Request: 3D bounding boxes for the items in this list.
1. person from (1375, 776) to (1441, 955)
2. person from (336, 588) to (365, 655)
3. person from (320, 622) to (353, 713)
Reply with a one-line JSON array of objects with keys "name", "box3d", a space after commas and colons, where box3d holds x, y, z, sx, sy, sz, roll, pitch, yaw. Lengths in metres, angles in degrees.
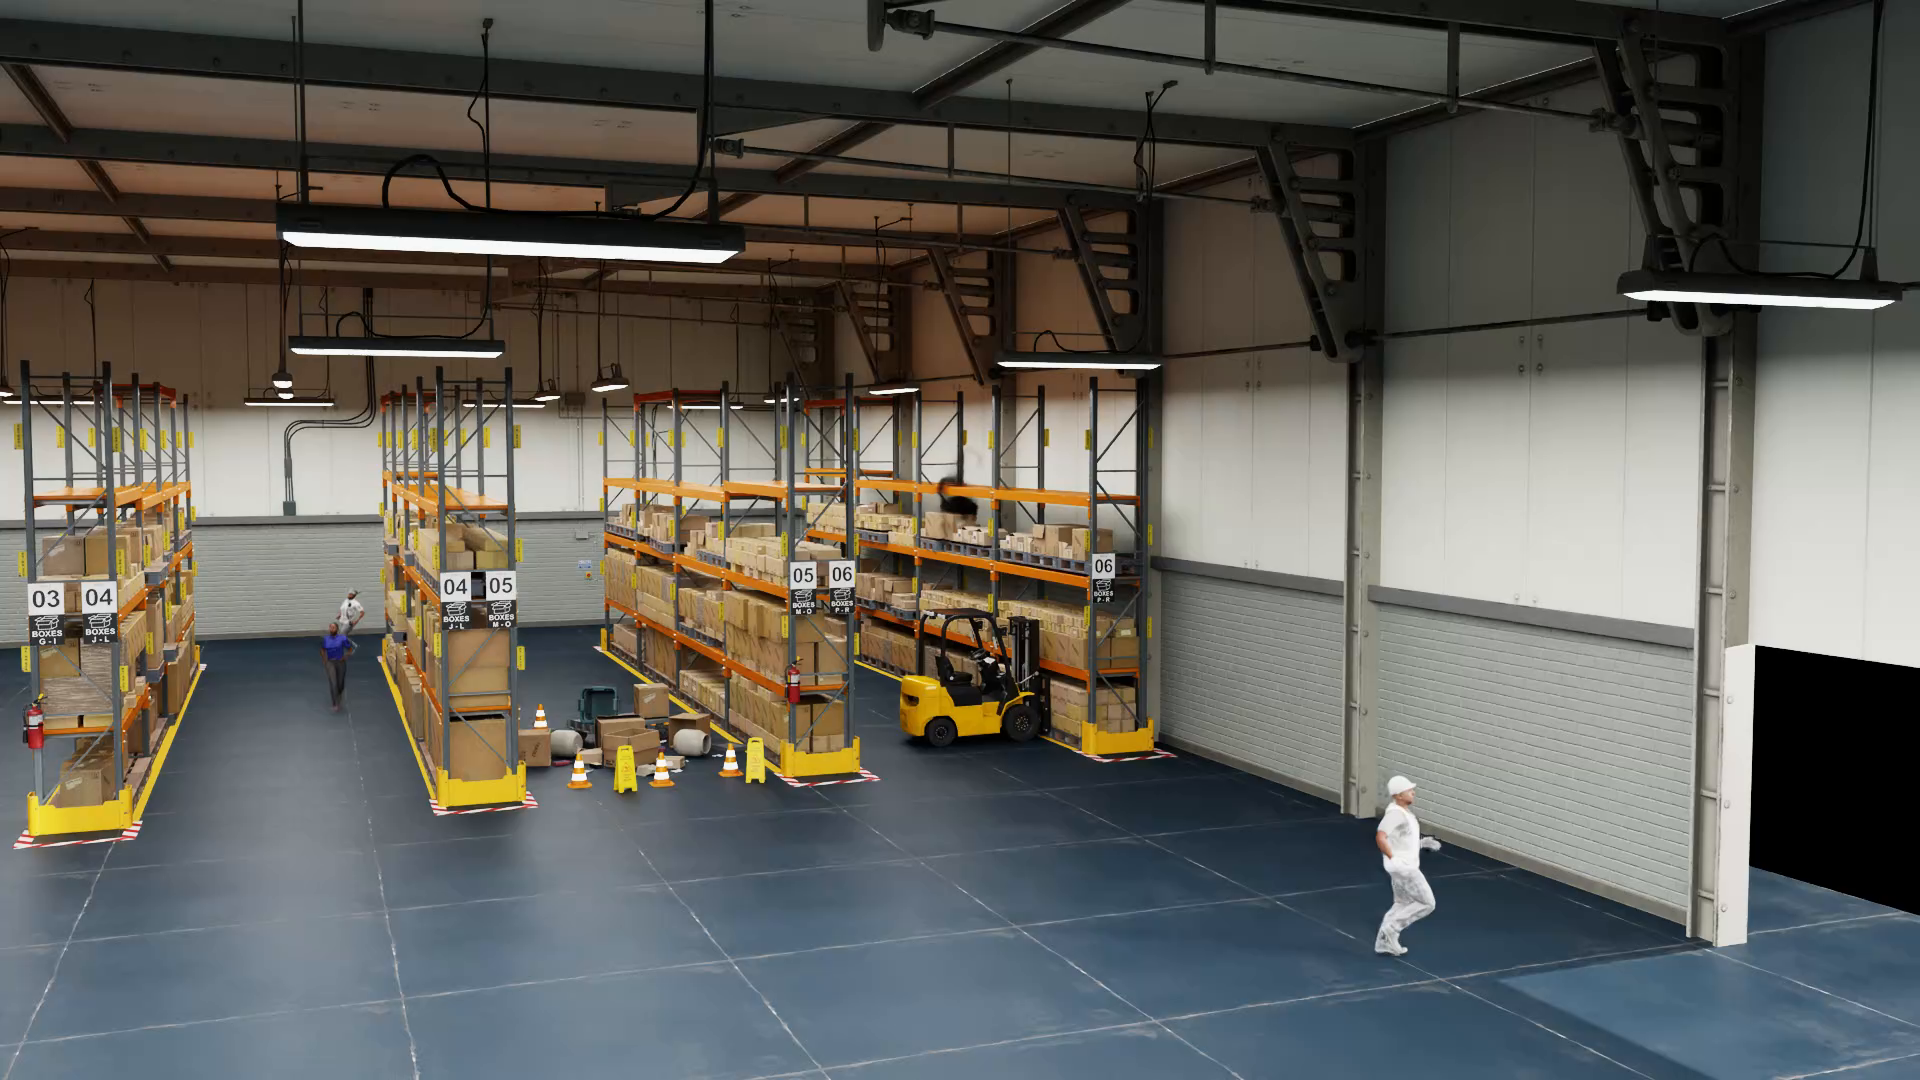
[{"name": "person", "box3d": [4.323, 3.149, 16.058, 0.624, 1.737, 0.670, 1, 4, 12]}, {"name": "person", "box3d": [-13.942, 1.903, 37.819, 0.650, 1.634, 0.782, 3, 4, 38]}, {"name": "person", "box3d": [-11.572, 2.348, 30.858, 0.576, 1.638, 0.706, -1, 4, -16]}]
